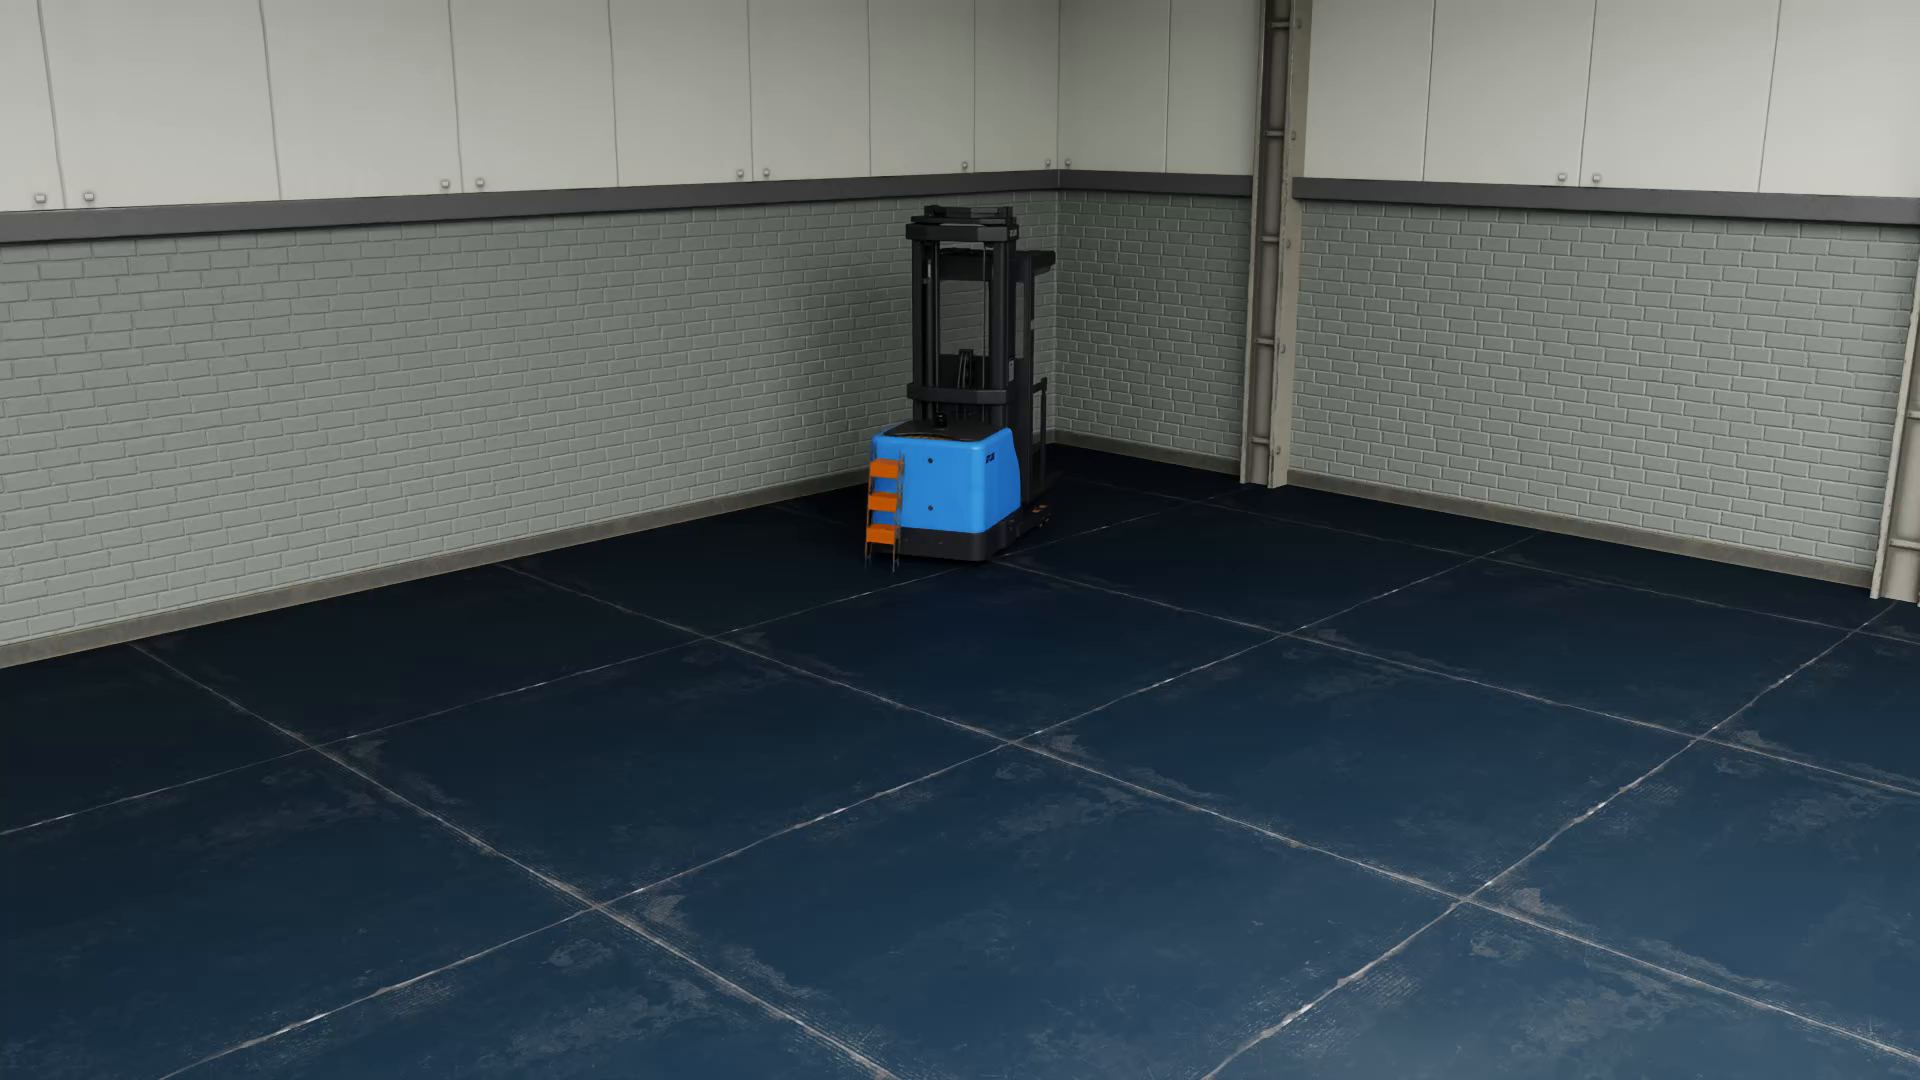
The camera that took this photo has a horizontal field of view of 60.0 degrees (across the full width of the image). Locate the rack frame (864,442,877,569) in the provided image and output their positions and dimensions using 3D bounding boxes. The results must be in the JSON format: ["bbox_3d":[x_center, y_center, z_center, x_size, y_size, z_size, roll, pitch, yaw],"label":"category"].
[{"bbox_3d":[-0.748,-0.290,13.896,0.008,1.050,0.200,6,16,9],"label":"rack frame"}]

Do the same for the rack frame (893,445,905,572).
[{"bbox_3d":[-0.508,-0.263,13.858,0.008,1.050,0.200,6,16,9],"label":"rack frame"}]

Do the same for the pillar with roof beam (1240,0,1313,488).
[{"bbox_3d":[0.152,-4.161,13.056,0.400,9.000,9.100,14,20,42],"label":"pillar with roof beam"}]

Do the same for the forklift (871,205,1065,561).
[{"bbox_3d":[0.214,-1.566,15.131,1.130,2.935,3.031,5,16,19],"label":"forklift"}]

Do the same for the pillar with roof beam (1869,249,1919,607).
[{"bbox_3d":[4.472,-3.111,9.026,0.400,9.000,9.100,14,20,42],"label":"pillar with roof beam"}]

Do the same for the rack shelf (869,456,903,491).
[{"bbox_3d":[-0.610,-0.539,13.802,0.240,0.259,0.215,6,16,9],"label":"rack shelf"}]

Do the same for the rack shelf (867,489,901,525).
[{"bbox_3d":[-0.629,-0.266,13.879,0.240,0.259,0.215,6,16,9],"label":"rack shelf"}]

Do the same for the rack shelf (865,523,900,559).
[{"bbox_3d":[-0.647,0.000,13.955,0.240,0.259,0.215,6,16,9],"label":"rack shelf"}]

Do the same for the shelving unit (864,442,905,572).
[{"bbox_3d":[-0.628,-0.277,13.877,0.252,1.050,0.215,6,16,9],"label":"shelving unit"}]
